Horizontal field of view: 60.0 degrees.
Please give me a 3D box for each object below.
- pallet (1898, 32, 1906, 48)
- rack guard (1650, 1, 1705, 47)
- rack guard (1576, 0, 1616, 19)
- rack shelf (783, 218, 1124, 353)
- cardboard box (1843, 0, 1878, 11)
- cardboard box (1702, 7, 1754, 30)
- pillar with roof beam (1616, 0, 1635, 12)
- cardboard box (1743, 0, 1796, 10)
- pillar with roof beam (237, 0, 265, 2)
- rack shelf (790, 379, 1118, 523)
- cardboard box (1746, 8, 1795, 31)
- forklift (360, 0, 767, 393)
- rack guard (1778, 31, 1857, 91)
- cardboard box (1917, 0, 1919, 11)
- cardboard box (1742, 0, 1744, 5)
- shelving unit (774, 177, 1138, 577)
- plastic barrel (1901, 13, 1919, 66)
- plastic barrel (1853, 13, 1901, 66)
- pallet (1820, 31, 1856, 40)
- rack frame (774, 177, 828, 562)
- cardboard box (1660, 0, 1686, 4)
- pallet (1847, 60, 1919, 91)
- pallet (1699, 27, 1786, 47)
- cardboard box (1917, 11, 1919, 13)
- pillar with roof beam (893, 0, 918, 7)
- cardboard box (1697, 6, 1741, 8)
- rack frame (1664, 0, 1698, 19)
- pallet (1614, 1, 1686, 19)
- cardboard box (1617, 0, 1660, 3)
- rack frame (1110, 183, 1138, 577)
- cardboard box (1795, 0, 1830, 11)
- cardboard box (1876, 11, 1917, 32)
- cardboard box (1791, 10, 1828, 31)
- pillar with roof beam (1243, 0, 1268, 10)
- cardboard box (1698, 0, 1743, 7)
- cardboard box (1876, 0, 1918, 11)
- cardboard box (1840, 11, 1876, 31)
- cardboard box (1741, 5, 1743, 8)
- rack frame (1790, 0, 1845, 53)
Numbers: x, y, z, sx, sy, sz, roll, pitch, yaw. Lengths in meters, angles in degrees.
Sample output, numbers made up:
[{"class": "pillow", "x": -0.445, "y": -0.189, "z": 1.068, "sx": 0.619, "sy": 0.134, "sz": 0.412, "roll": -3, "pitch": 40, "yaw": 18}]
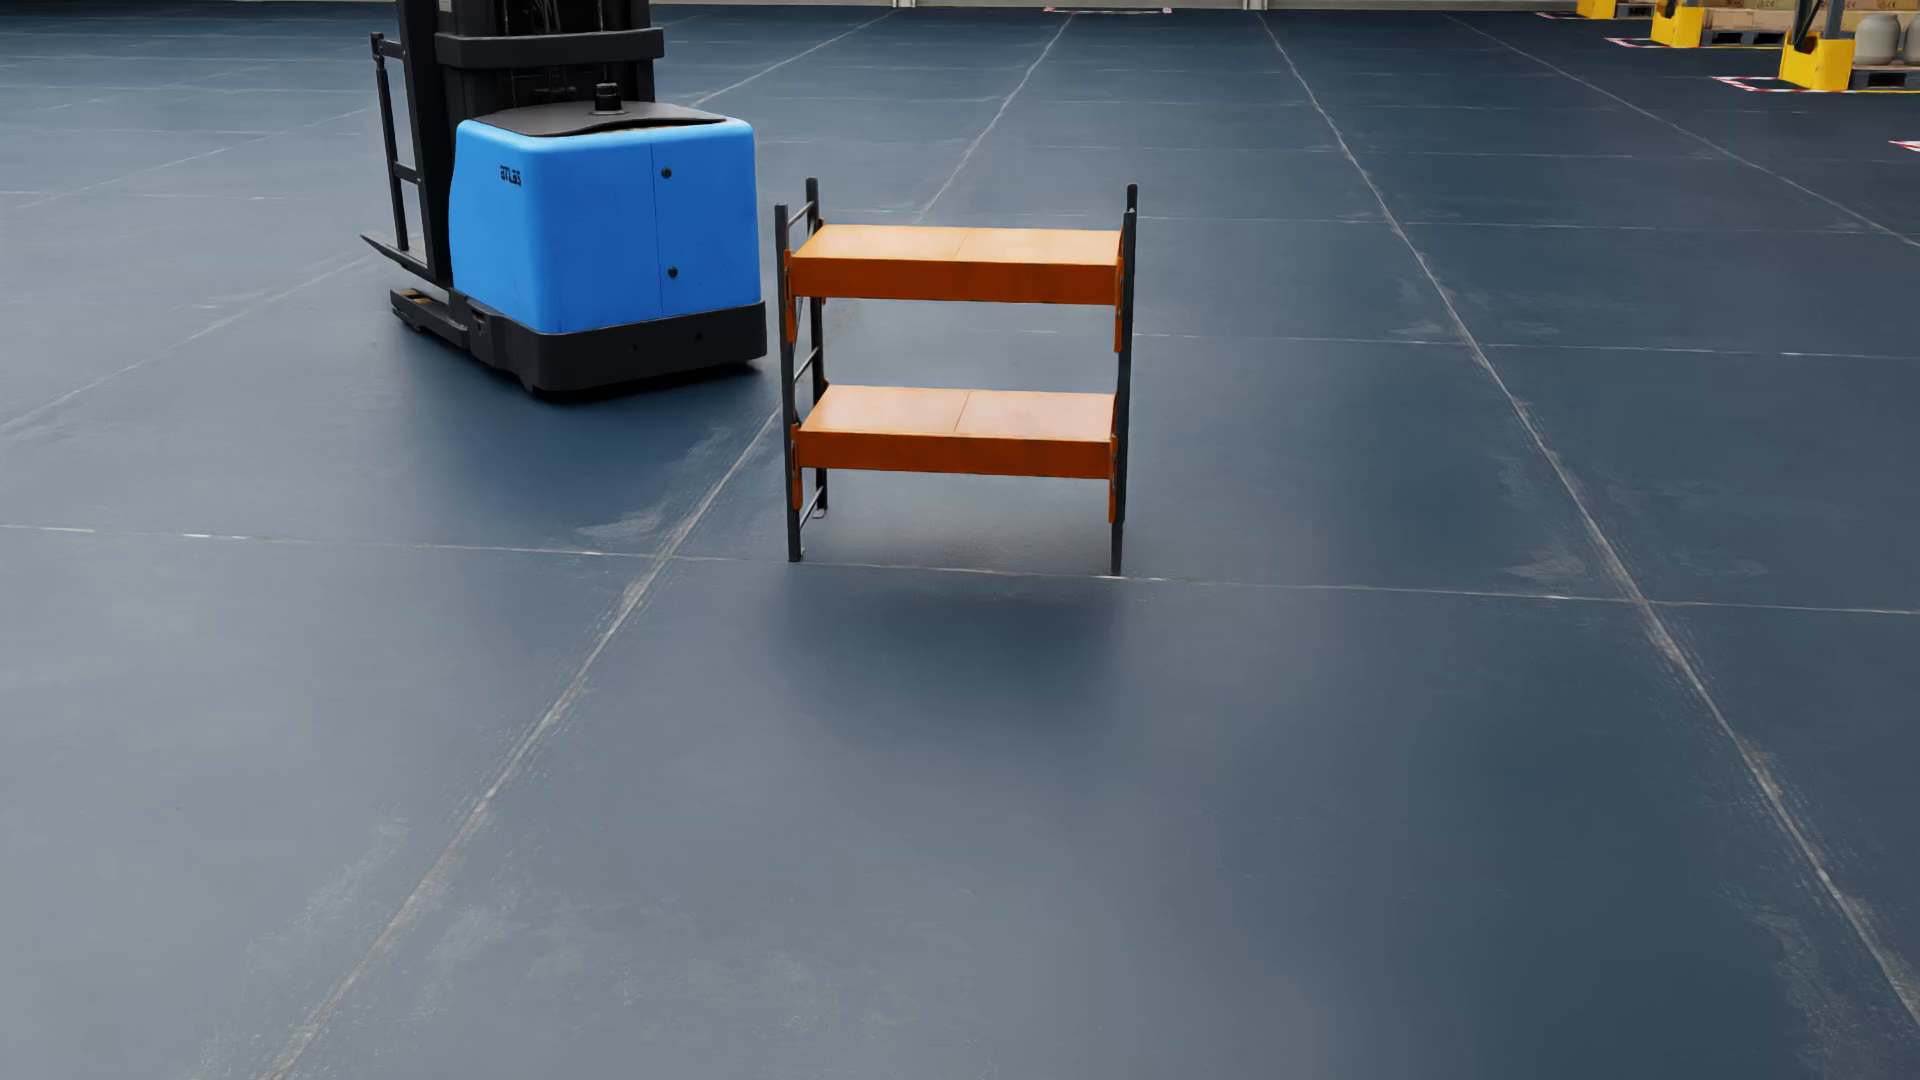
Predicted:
[{"class": "pallet", "x": 12.780, "y": -6.633, "z": 21.930, "sx": 1.213, "sy": 0.211, "sz": 1.003, "roll": 2, "pitch": 22, "yaw": 6}, {"class": "rack guard", "x": 9.569, "y": -6.892, "z": 22.192, "sx": 0.348, "sy": 0.500, "sz": 1.175, "roll": 2, "pitch": 22, "yaw": 6}, {"class": "rack guard", "x": 10.247, "y": -8.696, "z": 26.756, "sx": 0.348, "sy": 0.500, "sz": 1.175, "roll": 2, "pitch": 22, "yaw": 6}, {"class": "rack shelf", "x": 0.007, "y": -0.795, "z": 5.125, "sx": 1.000, "sy": 0.278, "sz": 0.538, "roll": 2, "pitch": 22, "yaw": 6}, {"class": "cardboard box", "x": 11.588, "y": -7.148, "z": 21.589, "sx": 0.500, "sy": 0.500, "sz": 0.500, "roll": 2, "pitch": 22, "yaw": 6}, {"class": "cardboard box", "x": 10.099, "y": -6.865, "z": 21.894, "sx": 0.500, "sy": 0.250, "sz": 0.500, "roll": 2, "pitch": 22, "yaw": 6}, {"class": "pillar with roof beam", "x": 10.462, "y": -11.365, "z": 21.948, "sx": 0.400, "sy": 9.000, "sz": 9.100, "roll": 2, "pitch": 22, "yaw": 6}, {"class": "cardboard box", "x": 10.596, "y": -7.193, "z": 21.703, "sx": 0.500, "sy": 0.500, "sz": 0.500, "roll": 2, "pitch": 22, "yaw": 6}, {"class": "pillar with roof beam", "x": -13.371, "y": -12.404, "z": 24.575, "sx": 0.400, "sy": 9.000, "sz": 9.100, "roll": 2, "pitch": 22, "yaw": 6}, {"class": "rack shelf", "x": 0.007, "y": -0.295, "z": 5.322, "sx": 1.000, "sy": 0.278, "sz": 0.538, "roll": 2, "pitch": 22, "yaw": 6}, {"class": "cardboard box", "x": 10.596, "y": -6.845, "z": 21.842, "sx": 0.500, "sy": 0.250, "sz": 0.500, "roll": 2, "pitch": 22, "yaw": 6}, {"class": "forklift", "x": -2.115, "y": -2.448, "z": 7.645, "sx": 1.130, "sy": 2.935, "sz": 3.031, "roll": -15, "pitch": 26, "yaw": -33}, {"class": "rack guard", "x": 9.087, "y": -5.096, "z": 17.650, "sx": 0.348, "sy": 0.500, "sz": 1.175, "roll": 2, "pitch": 22, "yaw": 6}, {"class": "cardboard box", "x": 12.583, "y": -7.111, "z": 21.497, "sx": 0.500, "sy": 0.500, "sz": 0.500, "roll": 2, "pitch": 22, "yaw": 6}, {"class": "cardboard box", "x": 12.137, "y": -8.767, "z": 26.336, "sx": 0.500, "sy": 0.500, "sz": 0.700, "roll": 1, "pitch": 22, "yaw": 3}, {"class": "shelving unit", "x": 0.007, "y": -0.523, "z": 5.232, "sx": 1.048, "sy": 1.125, "sz": 0.538, "roll": 2, "pitch": 22, "yaw": 6}, {"class": "plastic barrel", "x": 10.166, "y": -5.261, "z": 17.479, "sx": 0.421, "sy": 0.512, "sz": 0.421, "roll": 0, "pitch": 22, "yaw": 0}, {"class": "plastic barrel", "x": 9.668, "y": -5.283, "z": 17.534, "sx": 0.421, "sy": 0.512, "sz": 0.421, "roll": 0, "pitch": 22, "yaw": 0}, {"class": "pallet", "x": 11.565, "y": -6.685, "z": 22.061, "sx": 1.213, "sy": 0.211, "sz": 1.003, "roll": 2, "pitch": 22, "yaw": 6}, {"class": "rack frame", "x": -0.498, "y": -0.545, "z": 5.288, "sx": 0.032, "sy": 1.125, "sz": 0.500, "roll": 2, "pitch": 22, "yaw": 6}, {"class": "cardboard box", "x": 11.414, "y": -8.729, "z": 26.497, "sx": 0.500, "sy": 0.311, "sz": 0.500, "roll": 4, "pitch": 22, "yaw": 11}, {"class": "pallet", "x": 9.893, "y": -4.925, "z": 17.609, "sx": 1.213, "sy": 0.211, "sz": 1.003, "roll": 2, "pitch": 22, "yaw": 6}, {"class": "pallet", "x": 10.357, "y": -6.739, "z": 22.197, "sx": 1.213, "sy": 0.211, "sz": 1.003, "roll": 2, "pitch": 22, "yaw": 6}, {"class": "cardboard box", "x": 12.583, "y": -6.762, "z": 21.633, "sx": 0.500, "sy": 0.250, "sz": 0.500, "roll": 2, "pitch": 22, "yaw": 6}, {"class": "pillar with roof beam", "x": -1.455, "y": -11.885, "z": 23.262, "sx": 0.400, "sy": 9.000, "sz": 9.100, "roll": 2, "pitch": 22, "yaw": 6}, {"class": "cardboard box", "x": 10.160, "y": -7.054, "z": 22.372, "sx": 0.500, "sy": 0.250, "sz": 0.500, "roll": 2, "pitch": 22, "yaw": 6}, {"class": "rack frame", "x": 9.592, "y": -8.053, "z": 21.730, "sx": 0.127, "sy": 3.000, "sz": 1.000, "roll": 2, "pitch": 22, "yaw": 6}, {"class": "pallet", "x": 11.050, "y": -8.514, "z": 26.687, "sx": 1.213, "sy": 0.211, "sz": 1.003, "roll": 2, "pitch": 22, "yaw": 6}, {"class": "cardboard box", "x": 10.848, "y": -8.753, "z": 26.559, "sx": 0.500, "sy": 0.311, "sz": 0.500, "roll": 0, "pitch": 22, "yaw": 0}, {"class": "rack frame", "x": 0.512, "y": -0.501, "z": 5.177, "sx": 0.032, "sy": 1.125, "sz": 0.500, "roll": 2, "pitch": 22, "yaw": 6}, {"class": "cardboard box", "x": 11.094, "y": -7.176, "z": 21.660, "sx": 0.500, "sy": 0.500, "sz": 0.500, "roll": 2, "pitch": 22, "yaw": 6}, {"class": "cardboard box", "x": 12.085, "y": -6.778, "z": 21.674, "sx": 0.500, "sy": 0.250, "sz": 0.500, "roll": 2, "pitch": 22, "yaw": 6}, {"class": "cardboard box", "x": 11.092, "y": -6.823, "z": 21.787, "sx": 0.500, "sy": 0.250, "sz": 0.500, "roll": 2, "pitch": 22, "yaw": 6}, {"class": "pillar with roof beam", "x": 4.504, "y": -11.625, "z": 22.605, "sx": 0.400, "sy": 9.000, "sz": 9.100, "roll": 2, "pitch": 22, "yaw": 6}, {"class": "cardboard box", "x": 10.160, "y": -7.404, "z": 22.236, "sx": 0.500, "sy": 0.500, "sz": 0.500, "roll": 2, "pitch": 22, "yaw": 6}, {"class": "cardboard box", "x": 12.086, "y": -7.132, "z": 21.548, "sx": 0.500, "sy": 0.500, "sz": 0.500, "roll": 2, "pitch": 22, "yaw": 6}, {"class": "cardboard box", "x": 11.588, "y": -6.800, "z": 21.728, "sx": 0.500, "sy": 0.250, "sz": 0.500, "roll": 2, "pitch": 22, "yaw": 6}, {"class": "cardboard box", "x": 10.658, "y": -7.037, "z": 22.328, "sx": 0.500, "sy": 0.250, "sz": 0.500, "roll": 2, "pitch": 22, "yaw": 6}, {"class": "rack frame", "x": 9.006, "y": -6.245, "z": 17.156, "sx": 0.127, "sy": 3.000, "sz": 1.000, "roll": 2, "pitch": 22, "yaw": 6}]
